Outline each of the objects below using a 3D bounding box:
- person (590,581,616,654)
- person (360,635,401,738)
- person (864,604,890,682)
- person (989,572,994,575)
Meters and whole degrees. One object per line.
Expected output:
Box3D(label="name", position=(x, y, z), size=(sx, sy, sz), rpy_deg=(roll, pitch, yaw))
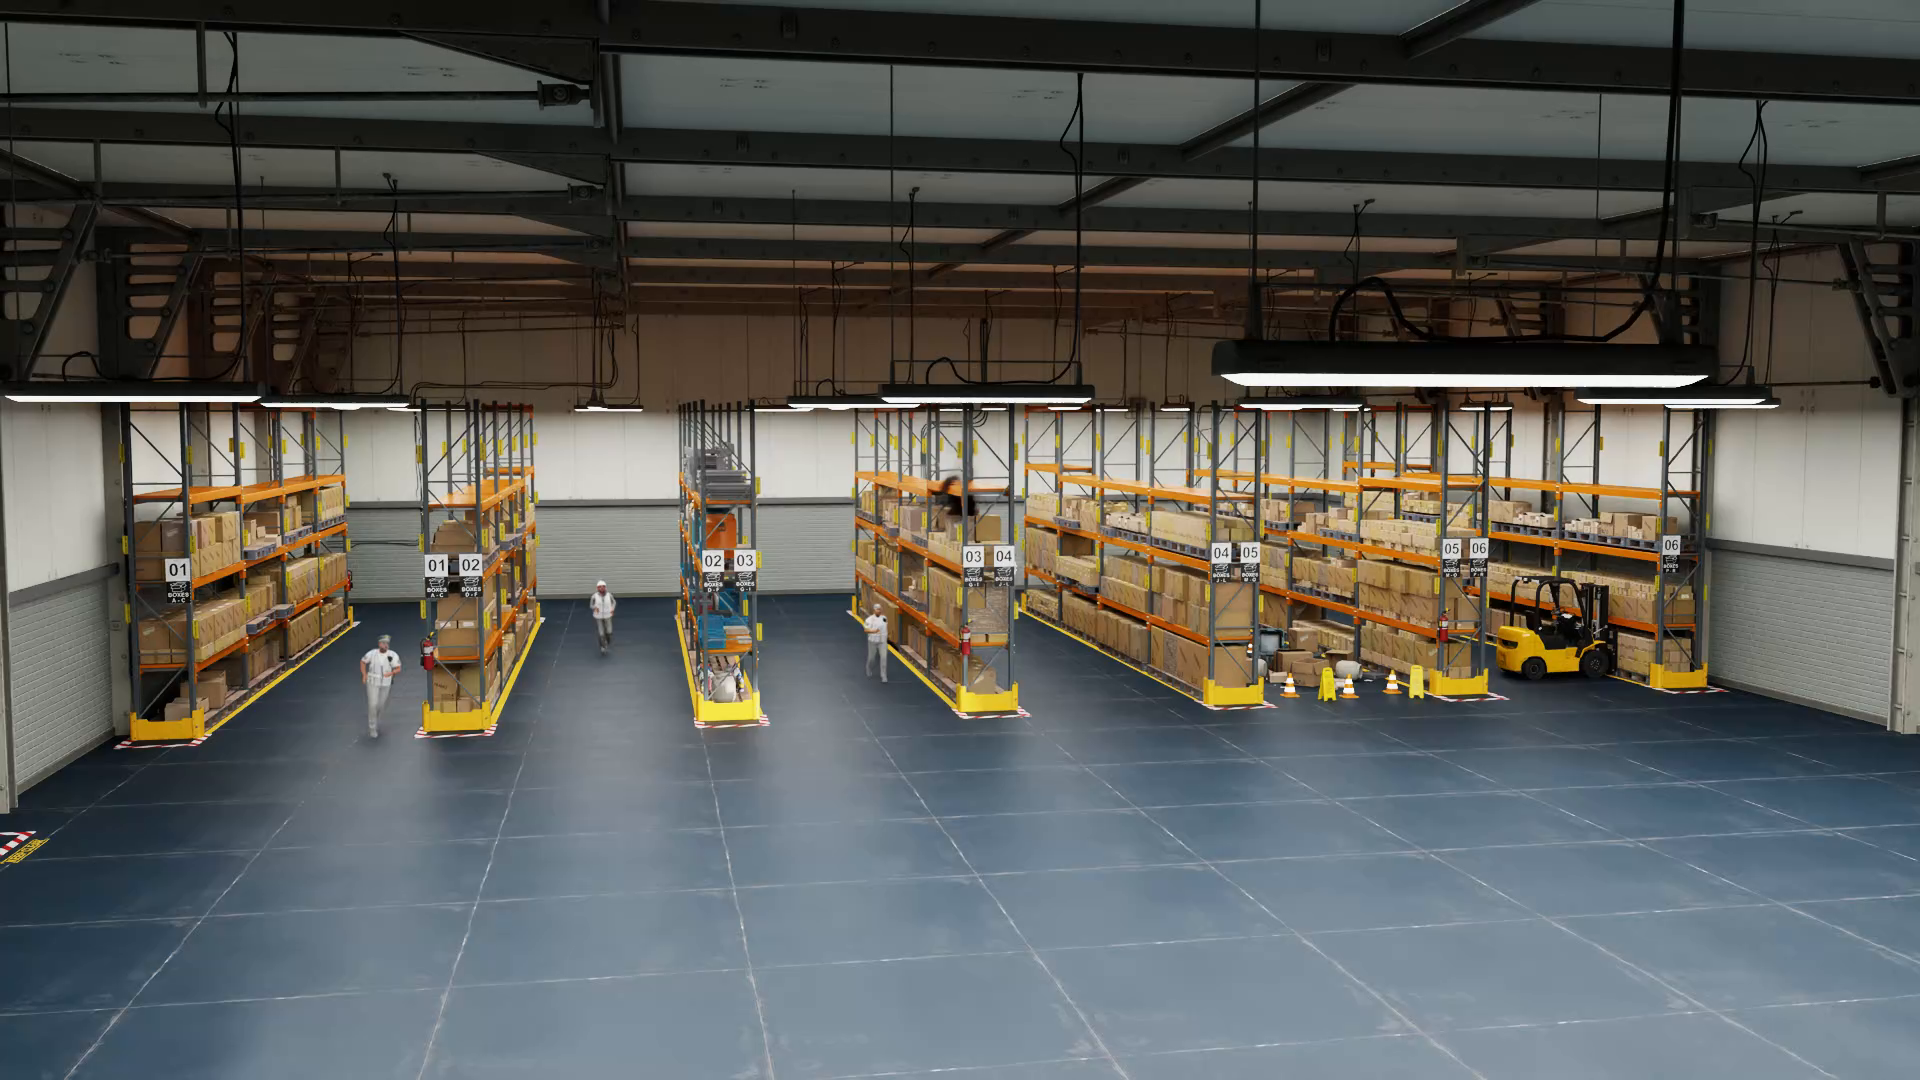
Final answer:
Box3D(label="person", position=(-8.528, 1.854, 39.690), size=(0.602, 1.766, 0.689), rpy_deg=(-1, 4, -16))
Box3D(label="person", position=(-10.390, 2.608, 29.873), size=(0.660, 1.796, 0.824), rpy_deg=(-3, 5, -32))
Box3D(label="person", position=(-1.769, 2.189, 35.753), size=(0.614, 1.643, 0.917), rpy_deg=(-1, 5, -19))
Box3D(label="person", position=(0.758, 1.281, 49.032), size=(0.678, 1.596, 0.666), rpy_deg=(3, 5, 33))
